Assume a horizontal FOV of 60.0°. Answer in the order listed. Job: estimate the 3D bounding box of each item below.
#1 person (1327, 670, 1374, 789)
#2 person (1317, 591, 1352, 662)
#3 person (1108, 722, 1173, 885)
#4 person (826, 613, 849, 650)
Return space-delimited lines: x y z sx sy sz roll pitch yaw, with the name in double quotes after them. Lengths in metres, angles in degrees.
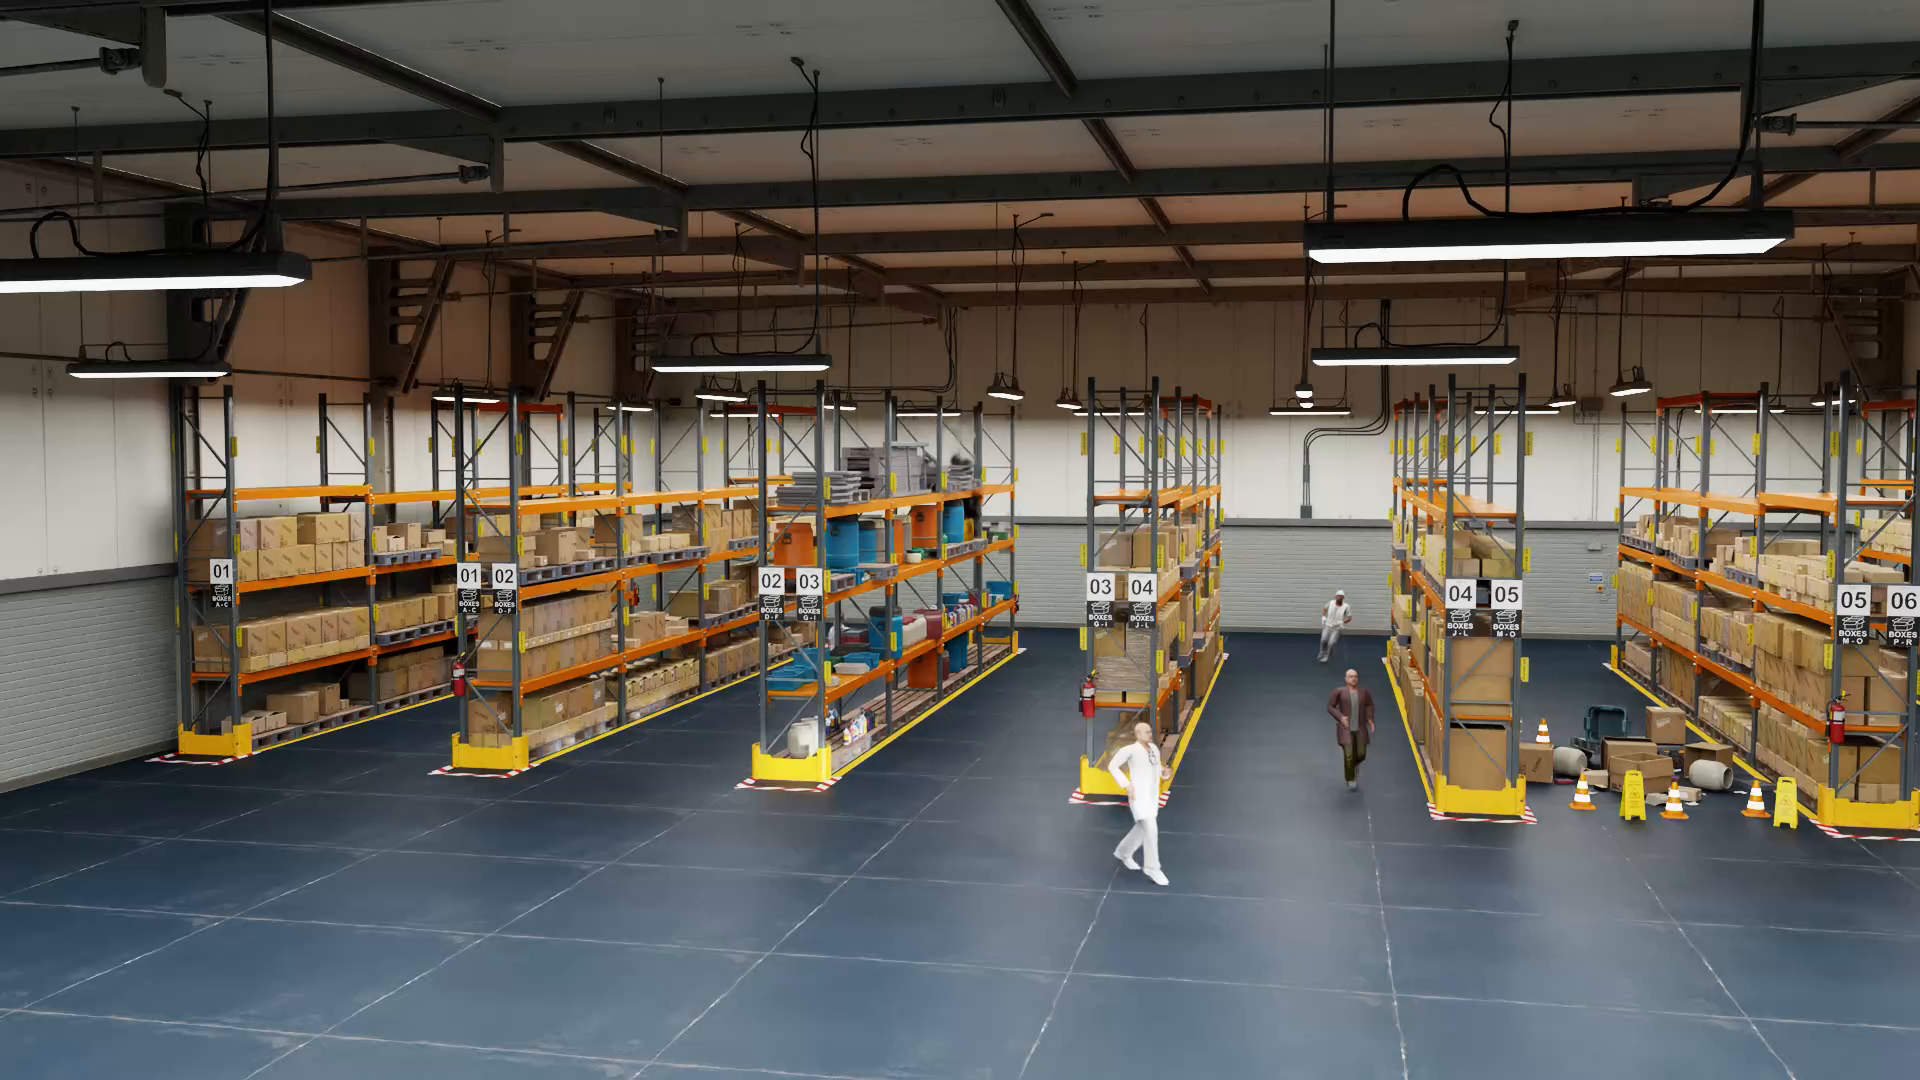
5.764 2.773 24.486 0.711 1.735 0.637 0 3 0 "person"
8.627 2.002 38.405 0.815 1.691 0.513 2 4 28 "person"
2.110 3.030 19.322 0.876 1.810 0.694 3 4 42 "person"
-2.386 2.257 32.917 0.575 1.673 0.532 1 3 16 "person"
